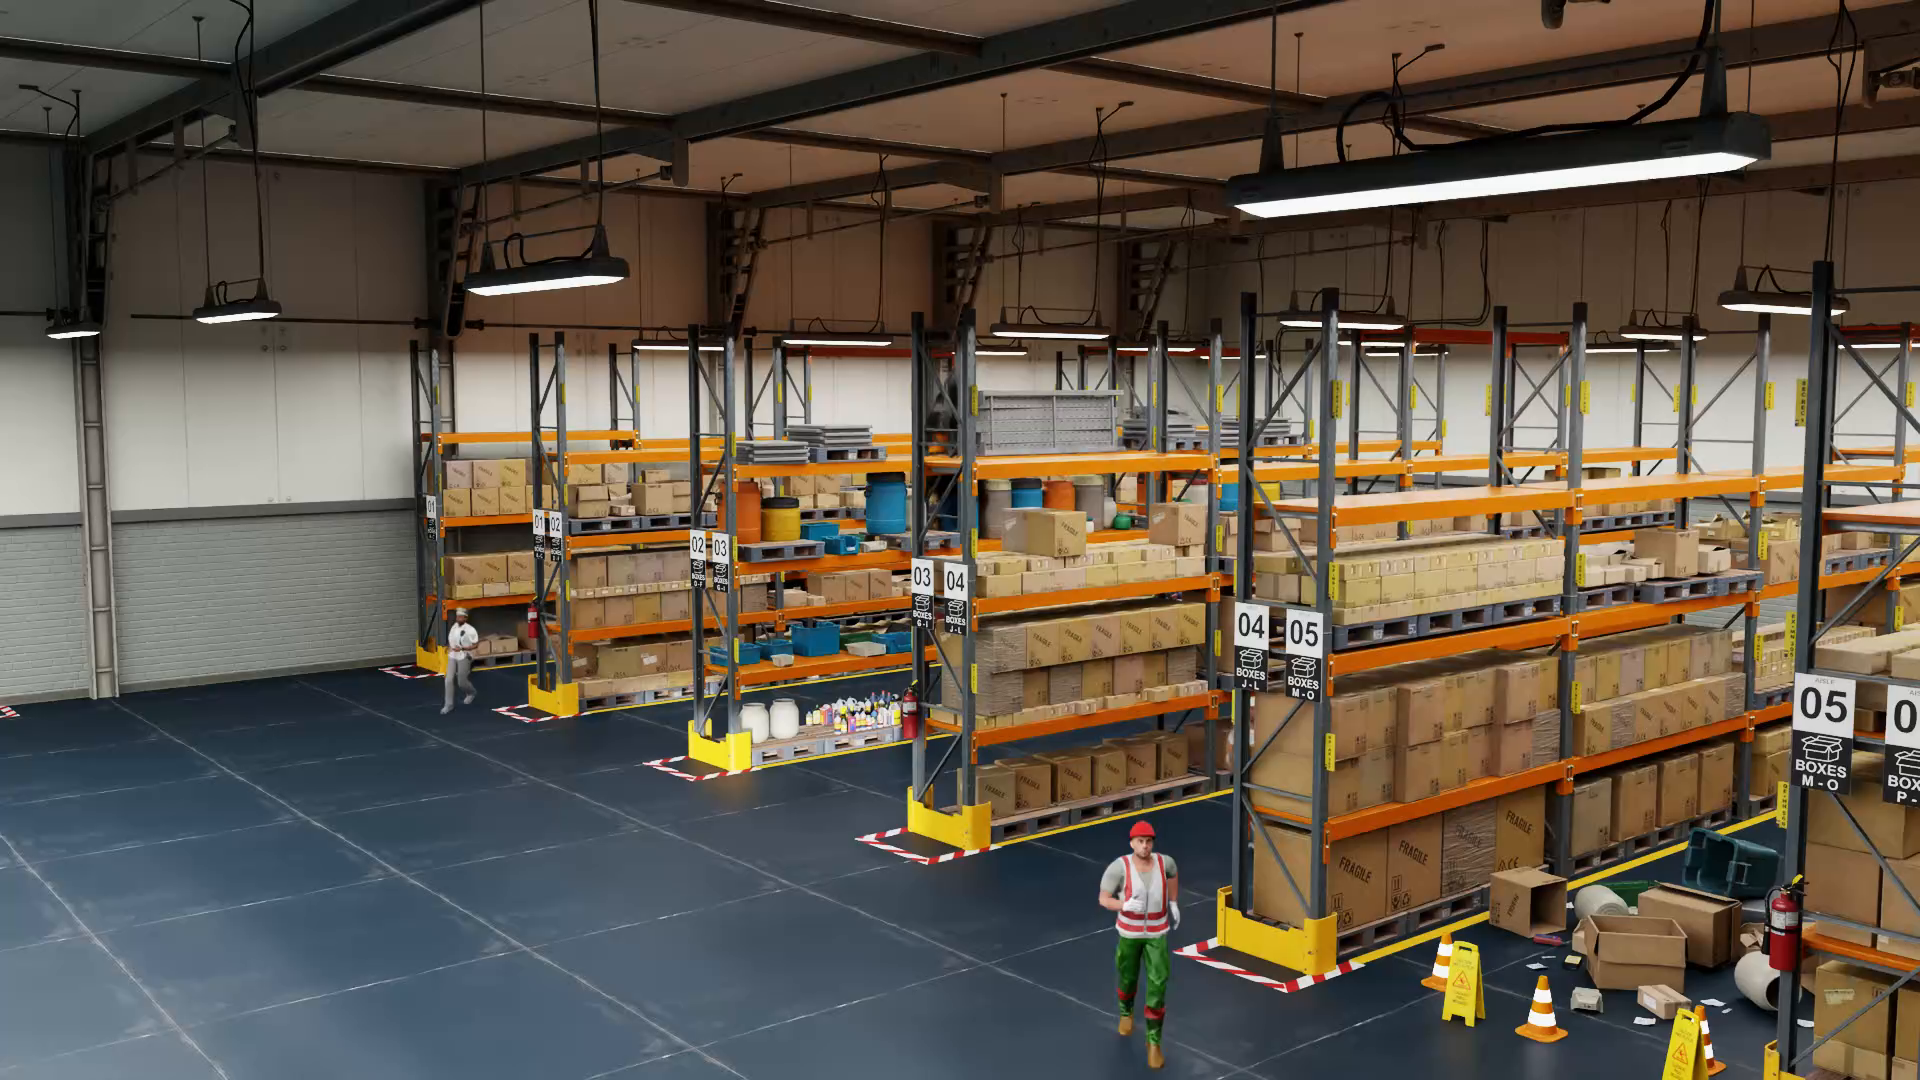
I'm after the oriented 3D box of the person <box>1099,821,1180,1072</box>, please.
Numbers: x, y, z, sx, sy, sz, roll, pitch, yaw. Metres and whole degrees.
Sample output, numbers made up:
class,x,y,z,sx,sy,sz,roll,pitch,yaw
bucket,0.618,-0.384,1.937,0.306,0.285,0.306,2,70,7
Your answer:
class,x,y,z,sx,sy,sz,roll,pitch,yaw
person,1.391,3.070,12.883,0.662,1.846,0.837,0,5,-2

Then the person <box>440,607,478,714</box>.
class,x,y,z,sx,sy,sz,roll,pitch,yaw
person,-7.917,1.897,26.524,0.613,1.691,0.842,2,6,21

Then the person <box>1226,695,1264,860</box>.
class,x,y,z,sx,sy,sz,roll,pitch,yaw
person,3.217,2.614,18.206,0.711,1.834,0.727,5,7,41
